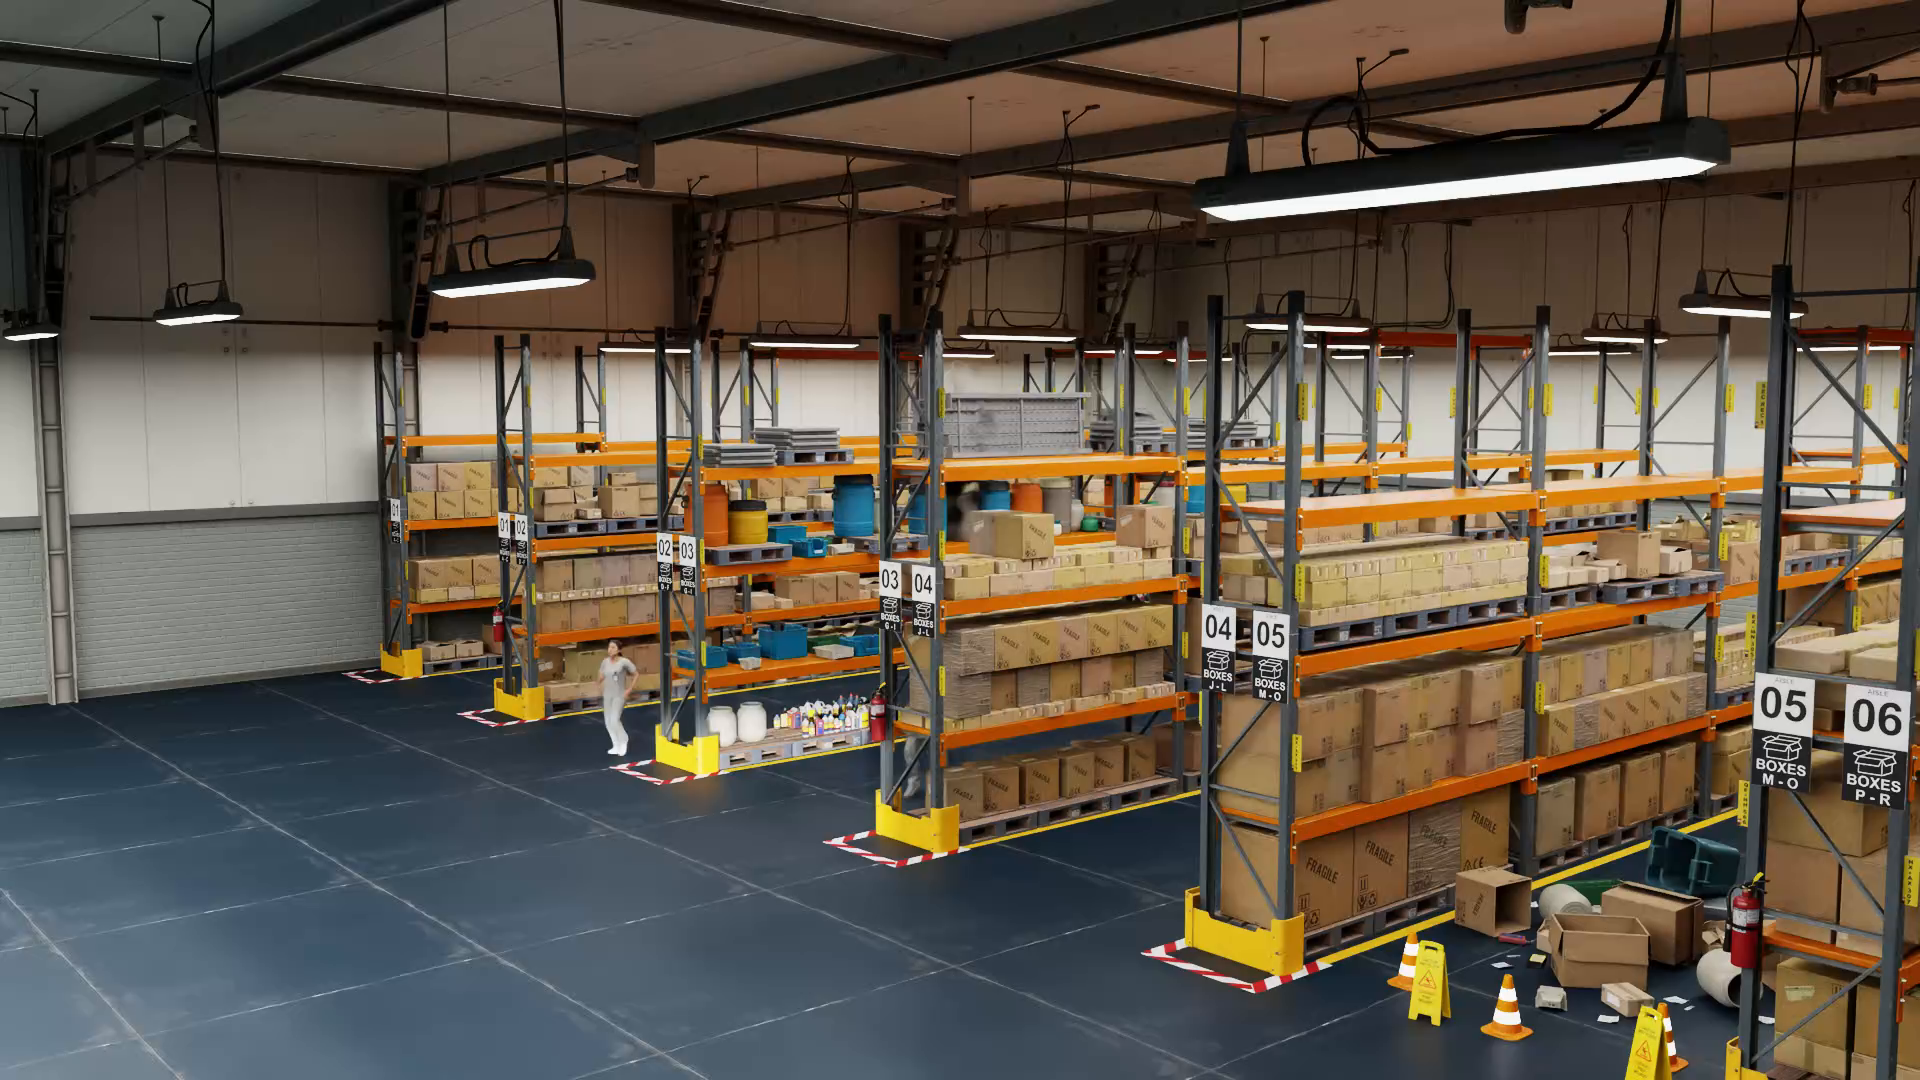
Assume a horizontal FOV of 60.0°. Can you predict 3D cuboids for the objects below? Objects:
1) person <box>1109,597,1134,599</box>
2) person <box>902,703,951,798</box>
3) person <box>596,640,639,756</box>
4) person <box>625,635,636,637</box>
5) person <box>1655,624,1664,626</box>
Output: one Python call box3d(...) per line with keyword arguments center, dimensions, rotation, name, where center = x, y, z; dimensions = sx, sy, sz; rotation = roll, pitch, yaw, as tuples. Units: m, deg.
box3d(center=(3.116, 1.401, 31.781), dimensions=(0.668, 1.833, 1.103), rotation=(5, 7, 43), name="person")
box3d(center=(-0.400, 2.364, 21.126), dimensions=(0.784, 1.830, 0.640), rotation=(-5, 7, -42), name="person")
box3d(center=(-4.849, 2.218, 23.295), dimensions=(0.576, 1.642, 0.565), rotation=(2, 6, 19), name="person")
box3d(center=(-5.936, 1.619, 30.043), dimensions=(0.583, 1.662, 0.558), rotation=(5, 7, 44), name="person")
box3d(center=(10.854, 2.054, 25.794), dimensions=(0.522, 1.554, 0.598), rotation=(4, 6, 36), name="person")
